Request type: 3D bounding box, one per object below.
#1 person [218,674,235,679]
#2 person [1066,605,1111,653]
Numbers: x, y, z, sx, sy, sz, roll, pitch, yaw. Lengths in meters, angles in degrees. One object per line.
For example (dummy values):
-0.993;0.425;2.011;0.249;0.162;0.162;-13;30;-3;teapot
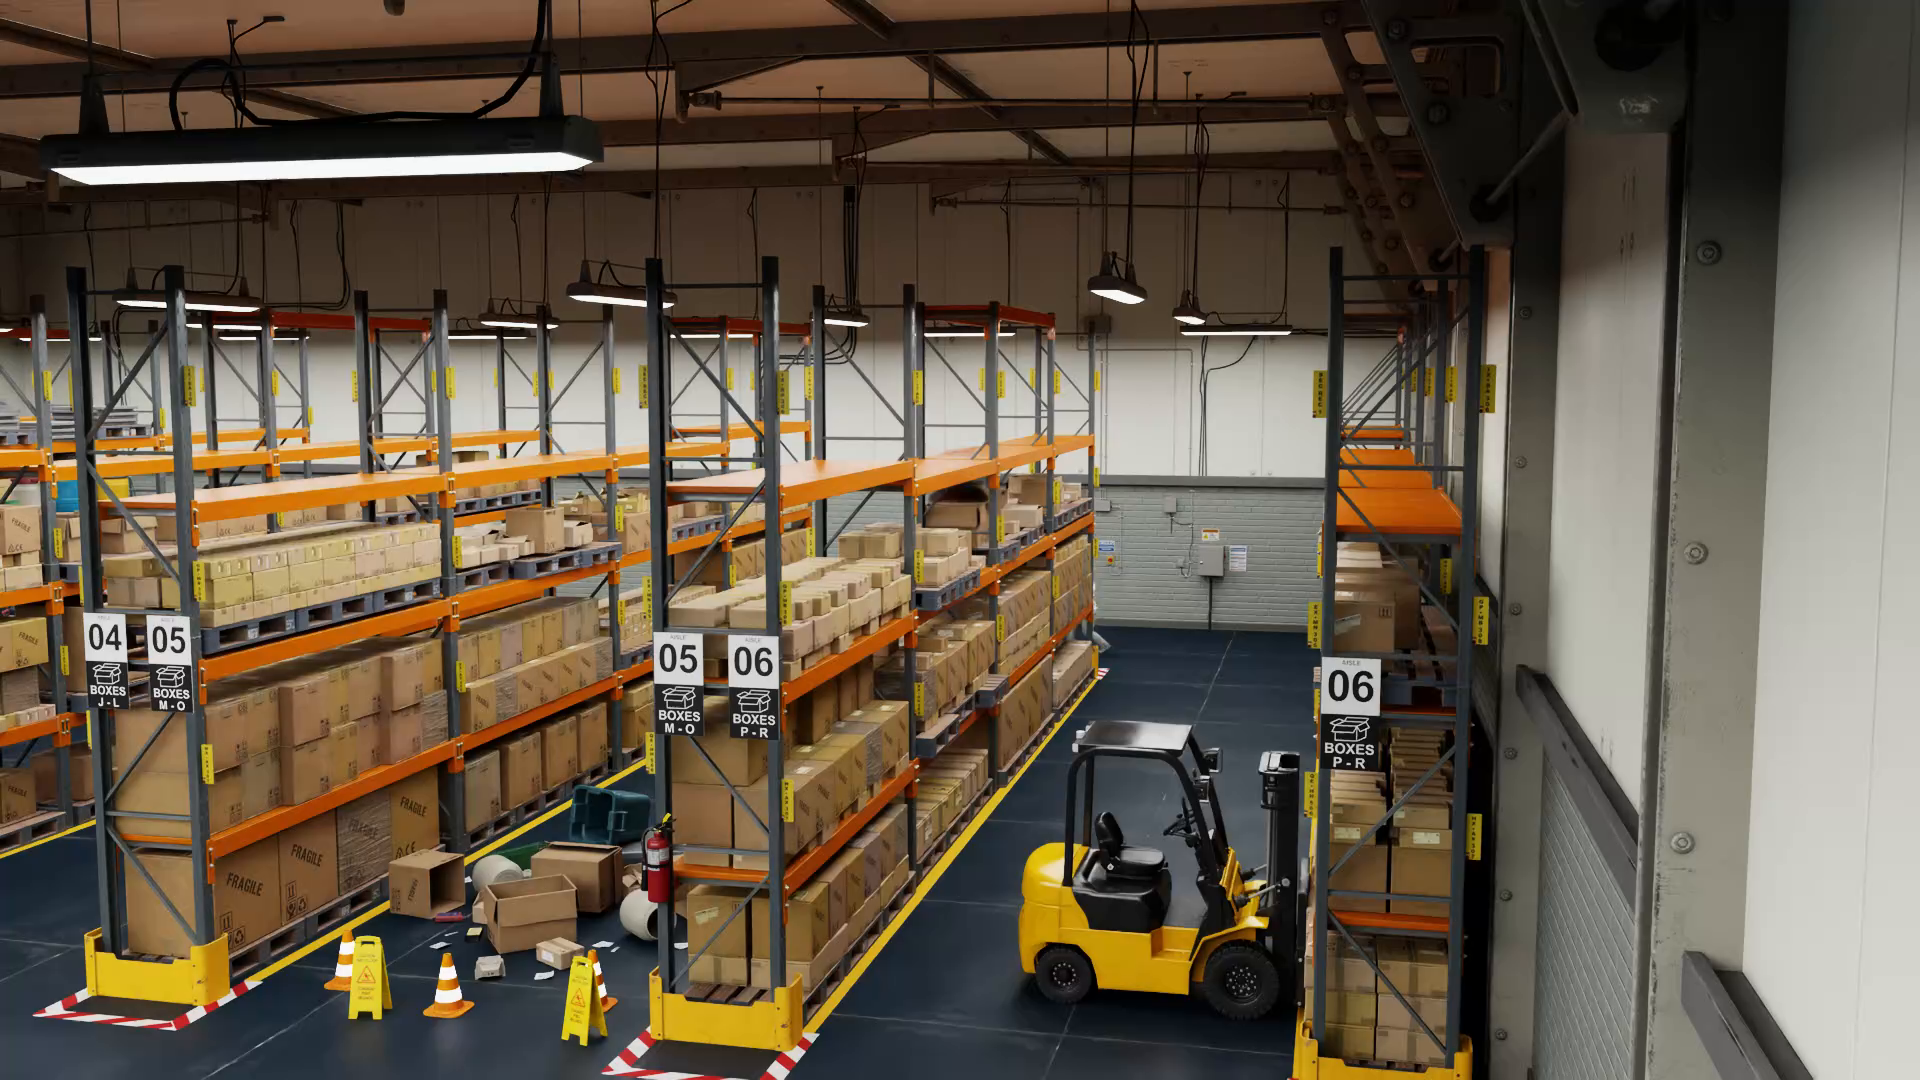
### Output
-8.670;2.341;19.775;0.426;1.843;0.628;5;8;40;person
2.257;1.301;30.284;0.872;1.612;0.547;-2;6;-17;person
